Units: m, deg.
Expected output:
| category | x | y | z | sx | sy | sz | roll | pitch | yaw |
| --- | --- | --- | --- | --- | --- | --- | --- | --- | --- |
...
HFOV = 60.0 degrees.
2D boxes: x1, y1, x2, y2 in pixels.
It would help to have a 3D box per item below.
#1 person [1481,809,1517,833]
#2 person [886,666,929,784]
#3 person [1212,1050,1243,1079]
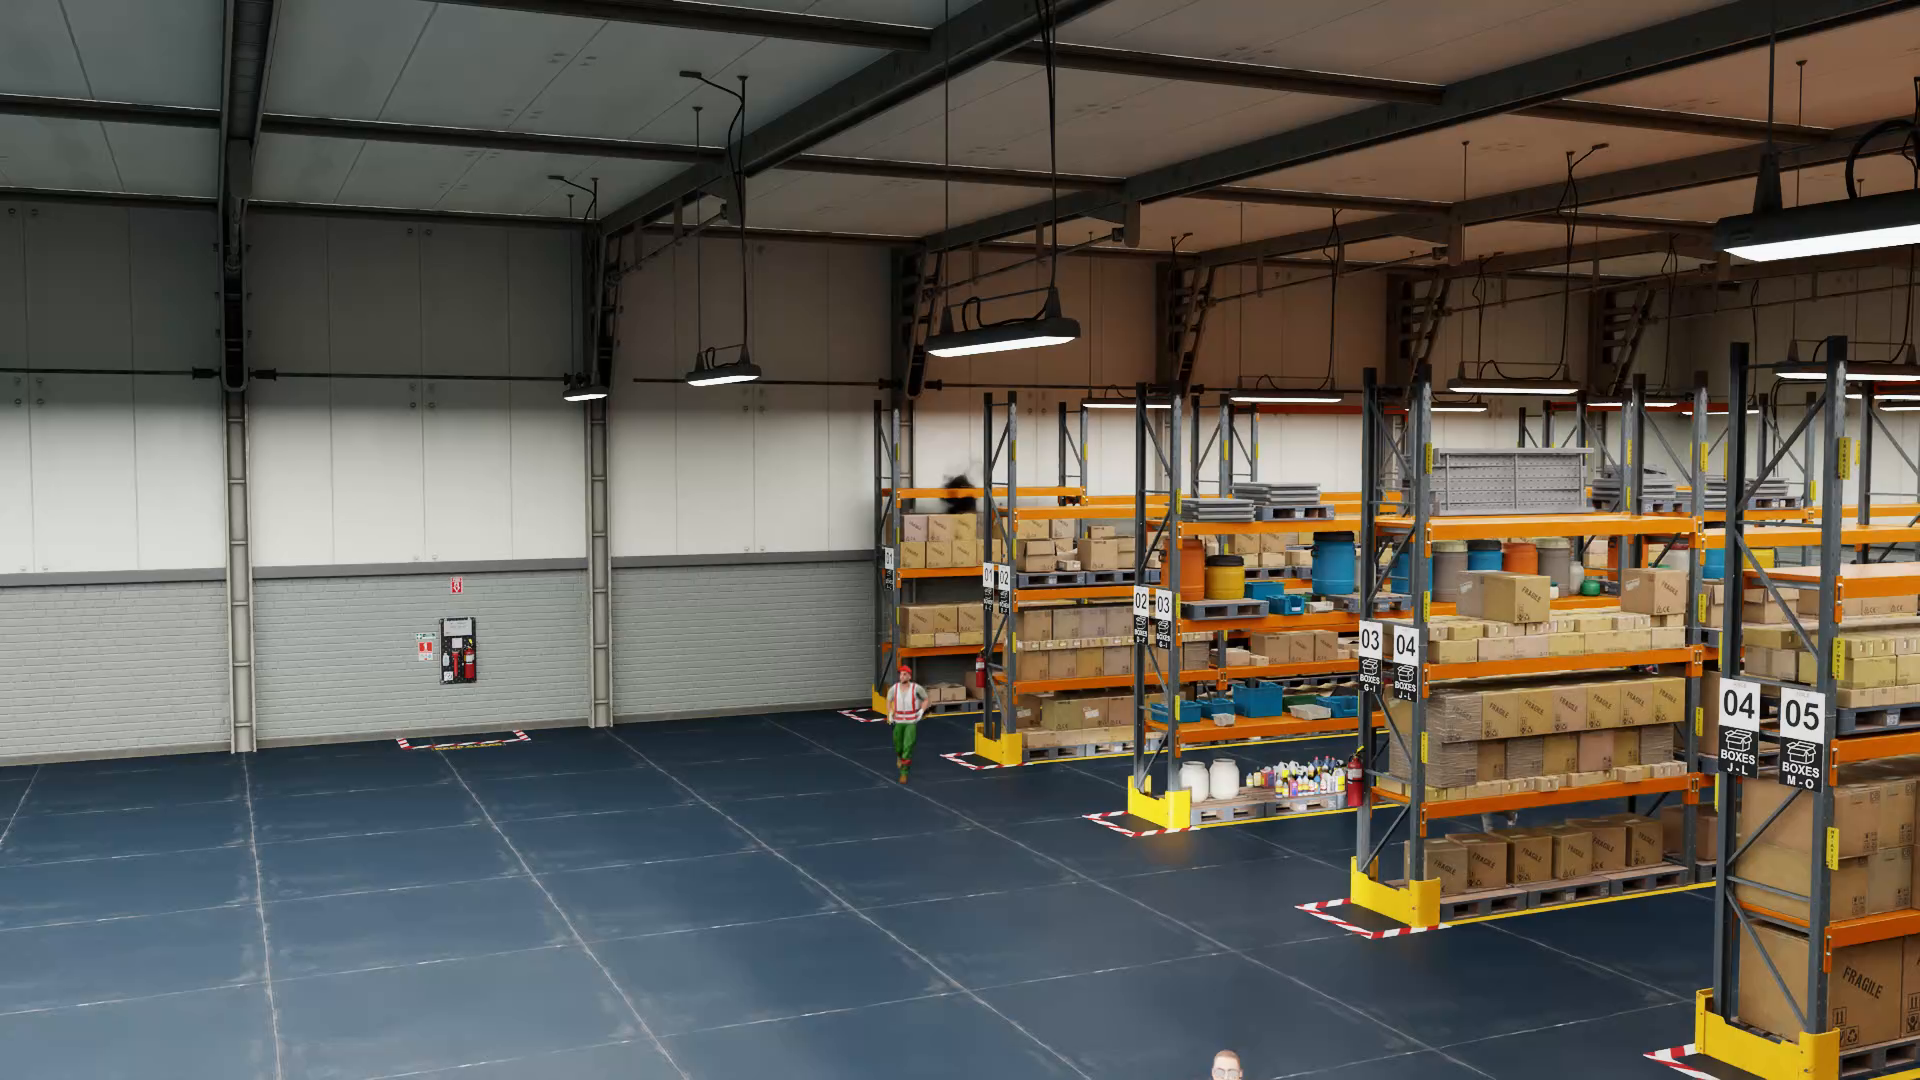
| category | x | y | z | sx | sy | sz | roll | pitch | yaw |
| --- | --- | --- | --- | --- | --- | --- | --- | --- | --- |
| person | 6.963 | 3.130 | 21.601 | 0.608 | 1.549 | 0.538 | -2 | 4 | -34 |
| person | -0.821 | 2.807 | 25.583 | 0.643 | 1.770 | 0.791 | 1 | 3 | 9 |
| person | 1.516 | 3.796 | 9.580 | 0.679 | 1.612 | 0.619 | 0 | 3 | 5 |
